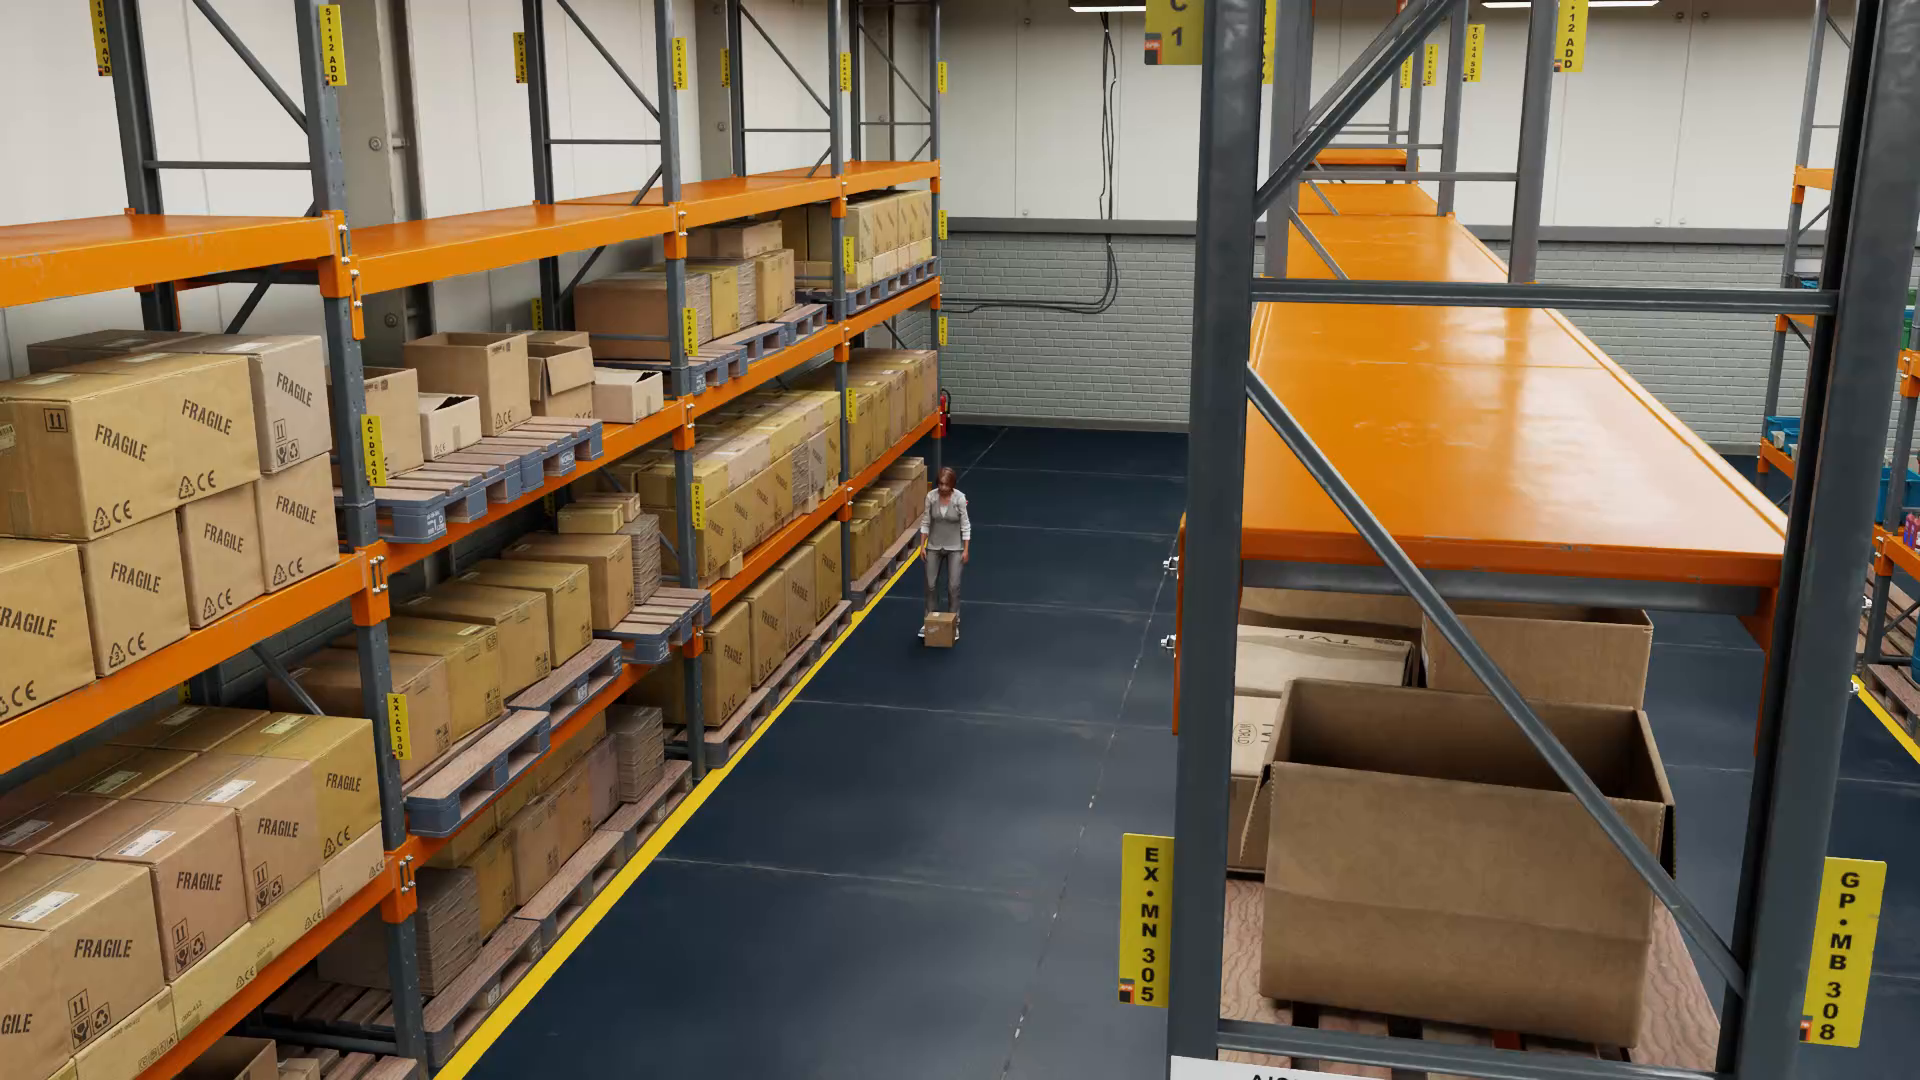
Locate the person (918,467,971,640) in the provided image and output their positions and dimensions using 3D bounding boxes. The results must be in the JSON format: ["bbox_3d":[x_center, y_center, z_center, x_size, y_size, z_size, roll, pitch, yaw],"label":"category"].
[{"bbox_3d":[-0.140,0.107,15.133,0.465,1.593,0.375,2,15,9],"label":"person"}]
